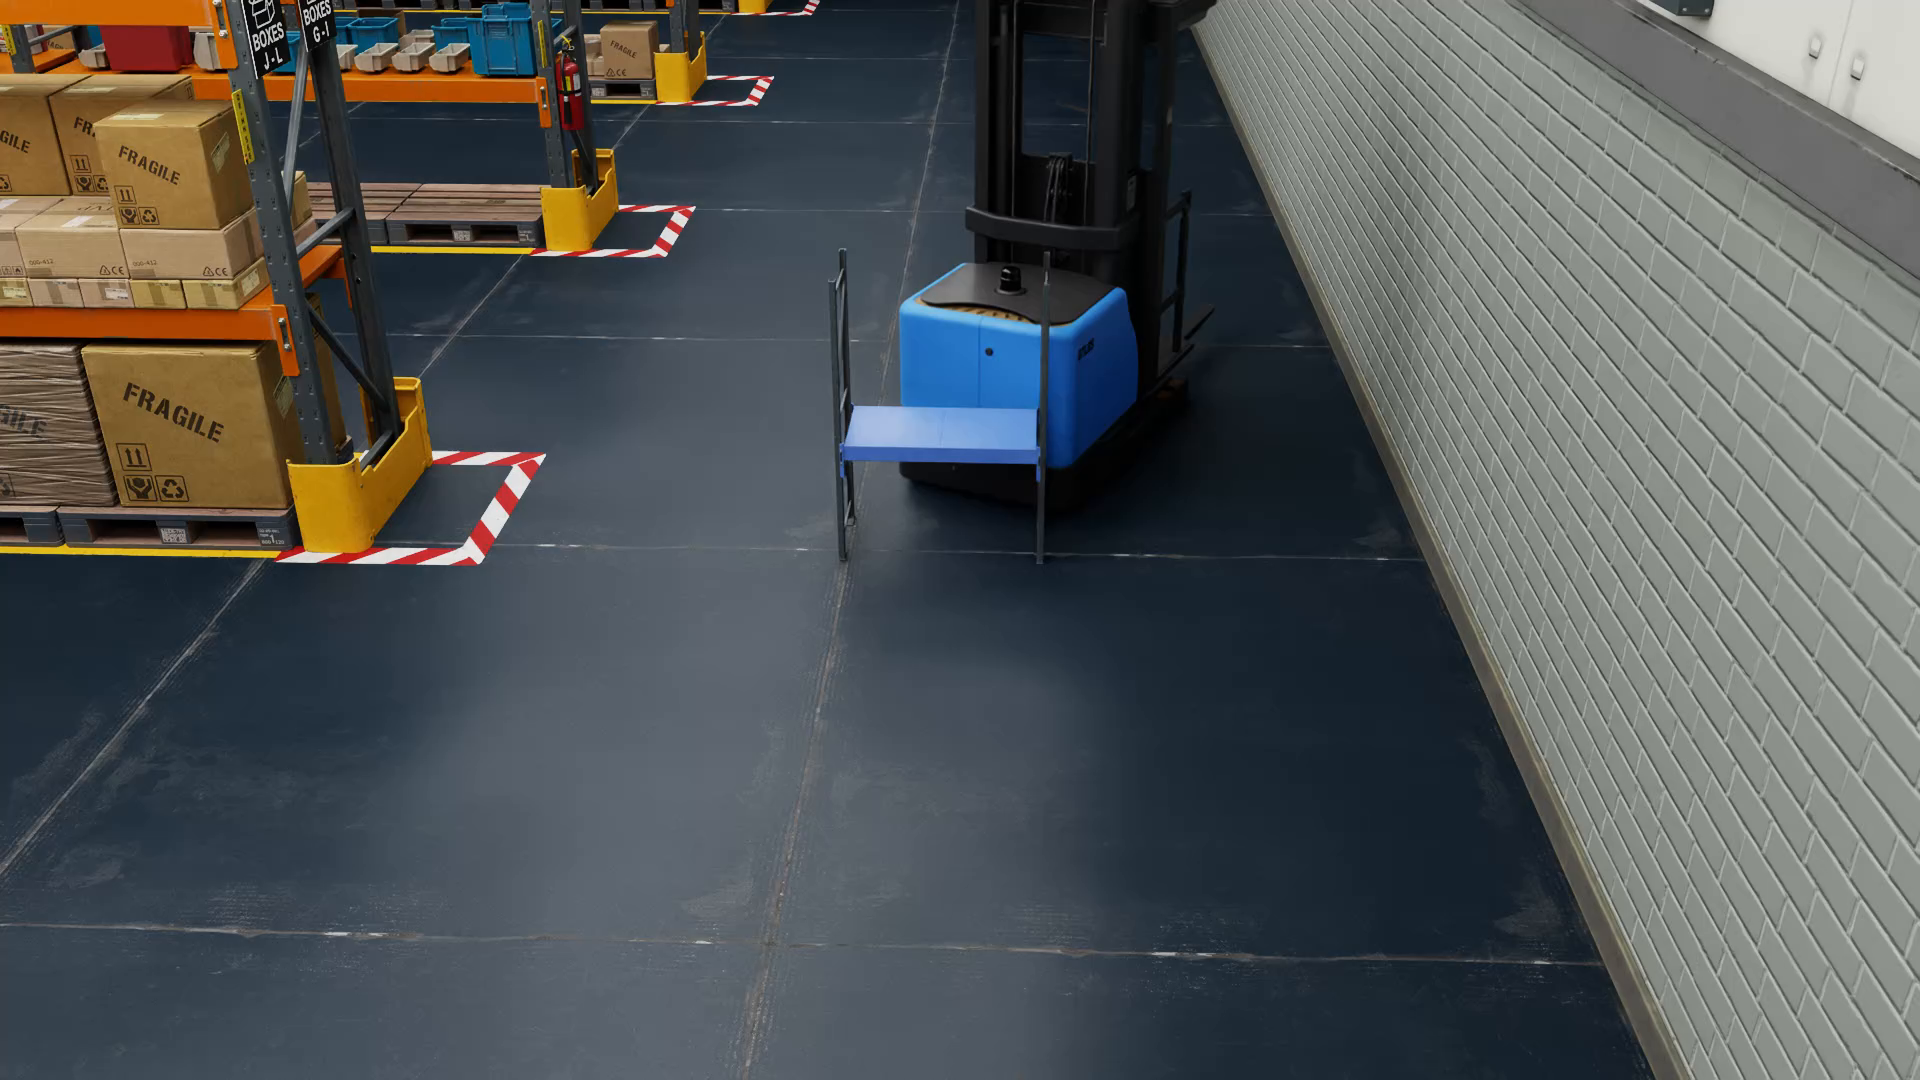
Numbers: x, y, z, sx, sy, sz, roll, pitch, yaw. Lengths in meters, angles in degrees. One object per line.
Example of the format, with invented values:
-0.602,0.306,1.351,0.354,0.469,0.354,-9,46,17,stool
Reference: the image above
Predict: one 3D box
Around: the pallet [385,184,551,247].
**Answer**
-3.903,-2.650,13.523,1.213,0.211,1.003,1,28,2,pallet

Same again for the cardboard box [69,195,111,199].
-4.245,-1.737,8.666,0.500,0.250,0.500,1,28,1,cardboard box

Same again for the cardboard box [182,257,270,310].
-3.622,-1.272,8.216,0.250,0.149,0.380,1,28,3,cardboard box

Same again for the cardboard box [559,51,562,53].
-4.402,-5.071,17.580,0.500,0.250,0.500,1,28,2,cardboard box

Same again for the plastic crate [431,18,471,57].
-3.973,-3.972,13.154,0.300,0.233,0.416,1,28,2,plastic crate

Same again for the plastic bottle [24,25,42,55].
-7.458,-4.053,13.245,0.185,0.351,0.144,1,28,2,plastic bottle

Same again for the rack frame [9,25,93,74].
-7.077,-3.916,12.935,0.127,3.000,1.000,1,28,2,rack frame

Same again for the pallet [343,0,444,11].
-7.502,-7.299,22.293,1.213,0.211,1.003,1,28,2,pallet

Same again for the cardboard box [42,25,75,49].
-9.427,-5.233,17.618,0.500,0.500,0.500,1,28,1,cardboard box

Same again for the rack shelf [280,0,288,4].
-8.898,-5.950,17.539,4.000,0.370,1.077,1,28,2,rack shelf

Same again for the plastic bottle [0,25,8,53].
-7.678,-4.030,13.361,0.097,0.201,0.097,0,28,0,plastic bottle

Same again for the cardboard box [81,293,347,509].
-3.897,-0.752,8.785,0.875,0.875,0.875,1,28,2,cardboard box

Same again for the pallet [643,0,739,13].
-3.532,-7.232,22.167,1.213,0.211,1.003,1,28,2,pallet

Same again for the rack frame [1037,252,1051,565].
0.421,-0.651,8.376,0.032,1.500,0.500,1,28,2,rack frame

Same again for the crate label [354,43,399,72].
-4.470,-3.693,12.732,0.243,0.136,0.396,1,28,2,crate label

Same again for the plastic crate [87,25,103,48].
-6.599,-4.088,13.211,0.575,0.384,0.392,1,28,2,plastic crate

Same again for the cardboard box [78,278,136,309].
-4.134,-1.281,8.231,0.250,0.149,0.380,1,28,2,cardboard box

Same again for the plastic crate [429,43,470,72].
-3.901,-3.689,12.723,0.243,0.136,0.396,1,28,2,plastic crate

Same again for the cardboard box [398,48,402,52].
-5.943,-5.315,18.147,0.250,0.149,0.380,1,28,2,cardboard box

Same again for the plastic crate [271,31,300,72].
-5.141,-3.717,12.673,0.300,0.233,0.416,1,28,2,plastic crate

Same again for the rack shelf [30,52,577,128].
-5.079,-3.565,13.041,4.000,0.370,1.077,1,28,2,rack shelf

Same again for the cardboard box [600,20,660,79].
-3.453,-5.152,17.466,0.500,0.500,0.500,1,28,2,cardboard box

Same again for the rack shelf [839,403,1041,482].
-0.087,-0.502,8.481,1.000,0.185,0.538,1,28,2,rack shelf

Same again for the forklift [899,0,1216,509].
0.761,-2.122,9.624,1.130,2.935,3.031,13,31,23,forklift

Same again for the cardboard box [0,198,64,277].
-4.764,-1.498,8.215,0.500,0.250,0.500,0,28,0,cardboard box

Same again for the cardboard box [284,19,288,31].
-7.402,-5.199,17.553,0.500,0.500,0.500,1,28,2,cardboard box

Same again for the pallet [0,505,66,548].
-5.273,-0.298,9.086,1.213,0.211,1.003,1,28,2,pallet

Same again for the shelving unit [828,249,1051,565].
-0.087,-0.661,8.396,1.048,1.500,0.538,1,28,2,shelving unit

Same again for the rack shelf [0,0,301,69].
-5.253,-2.572,7.965,4.000,0.370,1.077,1,28,2,rack shelf

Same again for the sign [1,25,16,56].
-7.099,-3.781,12.384,0.005,0.325,0.100,1,28,2,sign

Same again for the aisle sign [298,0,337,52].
-3.172,-2.820,8.091,0.004,0.787,0.394,1,28,2,aisle sign

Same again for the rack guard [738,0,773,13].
-2.706,-7.382,22.143,0.348,0.500,1.175,1,28,2,rack guard

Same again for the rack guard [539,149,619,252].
-3.055,-2.751,13.406,0.348,0.500,1.175,1,28,2,rack guard

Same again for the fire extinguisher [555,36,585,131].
-2.945,-3.436,12.510,0.183,0.674,0.296,1,28,2,fire extinguisher

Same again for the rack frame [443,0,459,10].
-6.728,-8.553,21.683,0.127,3.000,1.000,1,28,2,rack frame

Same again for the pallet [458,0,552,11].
-5.971,-7.272,22.243,1.213,0.211,1.003,1,28,2,pallet

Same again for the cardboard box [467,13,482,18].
-5.021,-5.297,17.736,0.637,0.503,0.797,1,28,2,cardboard box

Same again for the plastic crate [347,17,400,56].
-4.631,-3.983,13.175,0.300,0.233,0.416,1,28,2,plastic crate

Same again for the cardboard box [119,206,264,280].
-3.748,-1.481,8.183,0.500,0.250,0.500,1,28,1,cardboard box

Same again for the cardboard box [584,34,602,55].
-3.934,-5.298,18.008,0.500,0.250,0.500,1,28,2,cardboard box

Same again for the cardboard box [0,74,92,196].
-4.743,-2.076,8.506,0.500,0.500,0.500,0,28,0,cardboard box

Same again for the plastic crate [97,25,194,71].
-6.194,-3.839,12.657,0.583,0.464,0.402,1,28,2,plastic crate

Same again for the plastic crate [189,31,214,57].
-5.949,-3.928,13.188,0.590,0.125,0.437,1,28,2,plastic crate

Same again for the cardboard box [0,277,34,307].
-4.643,-1.289,8.247,0.250,0.149,0.380,0,28,1,cardboard box

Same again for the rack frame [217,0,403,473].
-3.255,-1.532,8.437,0.127,3.000,1.000,1,28,2,rack frame
